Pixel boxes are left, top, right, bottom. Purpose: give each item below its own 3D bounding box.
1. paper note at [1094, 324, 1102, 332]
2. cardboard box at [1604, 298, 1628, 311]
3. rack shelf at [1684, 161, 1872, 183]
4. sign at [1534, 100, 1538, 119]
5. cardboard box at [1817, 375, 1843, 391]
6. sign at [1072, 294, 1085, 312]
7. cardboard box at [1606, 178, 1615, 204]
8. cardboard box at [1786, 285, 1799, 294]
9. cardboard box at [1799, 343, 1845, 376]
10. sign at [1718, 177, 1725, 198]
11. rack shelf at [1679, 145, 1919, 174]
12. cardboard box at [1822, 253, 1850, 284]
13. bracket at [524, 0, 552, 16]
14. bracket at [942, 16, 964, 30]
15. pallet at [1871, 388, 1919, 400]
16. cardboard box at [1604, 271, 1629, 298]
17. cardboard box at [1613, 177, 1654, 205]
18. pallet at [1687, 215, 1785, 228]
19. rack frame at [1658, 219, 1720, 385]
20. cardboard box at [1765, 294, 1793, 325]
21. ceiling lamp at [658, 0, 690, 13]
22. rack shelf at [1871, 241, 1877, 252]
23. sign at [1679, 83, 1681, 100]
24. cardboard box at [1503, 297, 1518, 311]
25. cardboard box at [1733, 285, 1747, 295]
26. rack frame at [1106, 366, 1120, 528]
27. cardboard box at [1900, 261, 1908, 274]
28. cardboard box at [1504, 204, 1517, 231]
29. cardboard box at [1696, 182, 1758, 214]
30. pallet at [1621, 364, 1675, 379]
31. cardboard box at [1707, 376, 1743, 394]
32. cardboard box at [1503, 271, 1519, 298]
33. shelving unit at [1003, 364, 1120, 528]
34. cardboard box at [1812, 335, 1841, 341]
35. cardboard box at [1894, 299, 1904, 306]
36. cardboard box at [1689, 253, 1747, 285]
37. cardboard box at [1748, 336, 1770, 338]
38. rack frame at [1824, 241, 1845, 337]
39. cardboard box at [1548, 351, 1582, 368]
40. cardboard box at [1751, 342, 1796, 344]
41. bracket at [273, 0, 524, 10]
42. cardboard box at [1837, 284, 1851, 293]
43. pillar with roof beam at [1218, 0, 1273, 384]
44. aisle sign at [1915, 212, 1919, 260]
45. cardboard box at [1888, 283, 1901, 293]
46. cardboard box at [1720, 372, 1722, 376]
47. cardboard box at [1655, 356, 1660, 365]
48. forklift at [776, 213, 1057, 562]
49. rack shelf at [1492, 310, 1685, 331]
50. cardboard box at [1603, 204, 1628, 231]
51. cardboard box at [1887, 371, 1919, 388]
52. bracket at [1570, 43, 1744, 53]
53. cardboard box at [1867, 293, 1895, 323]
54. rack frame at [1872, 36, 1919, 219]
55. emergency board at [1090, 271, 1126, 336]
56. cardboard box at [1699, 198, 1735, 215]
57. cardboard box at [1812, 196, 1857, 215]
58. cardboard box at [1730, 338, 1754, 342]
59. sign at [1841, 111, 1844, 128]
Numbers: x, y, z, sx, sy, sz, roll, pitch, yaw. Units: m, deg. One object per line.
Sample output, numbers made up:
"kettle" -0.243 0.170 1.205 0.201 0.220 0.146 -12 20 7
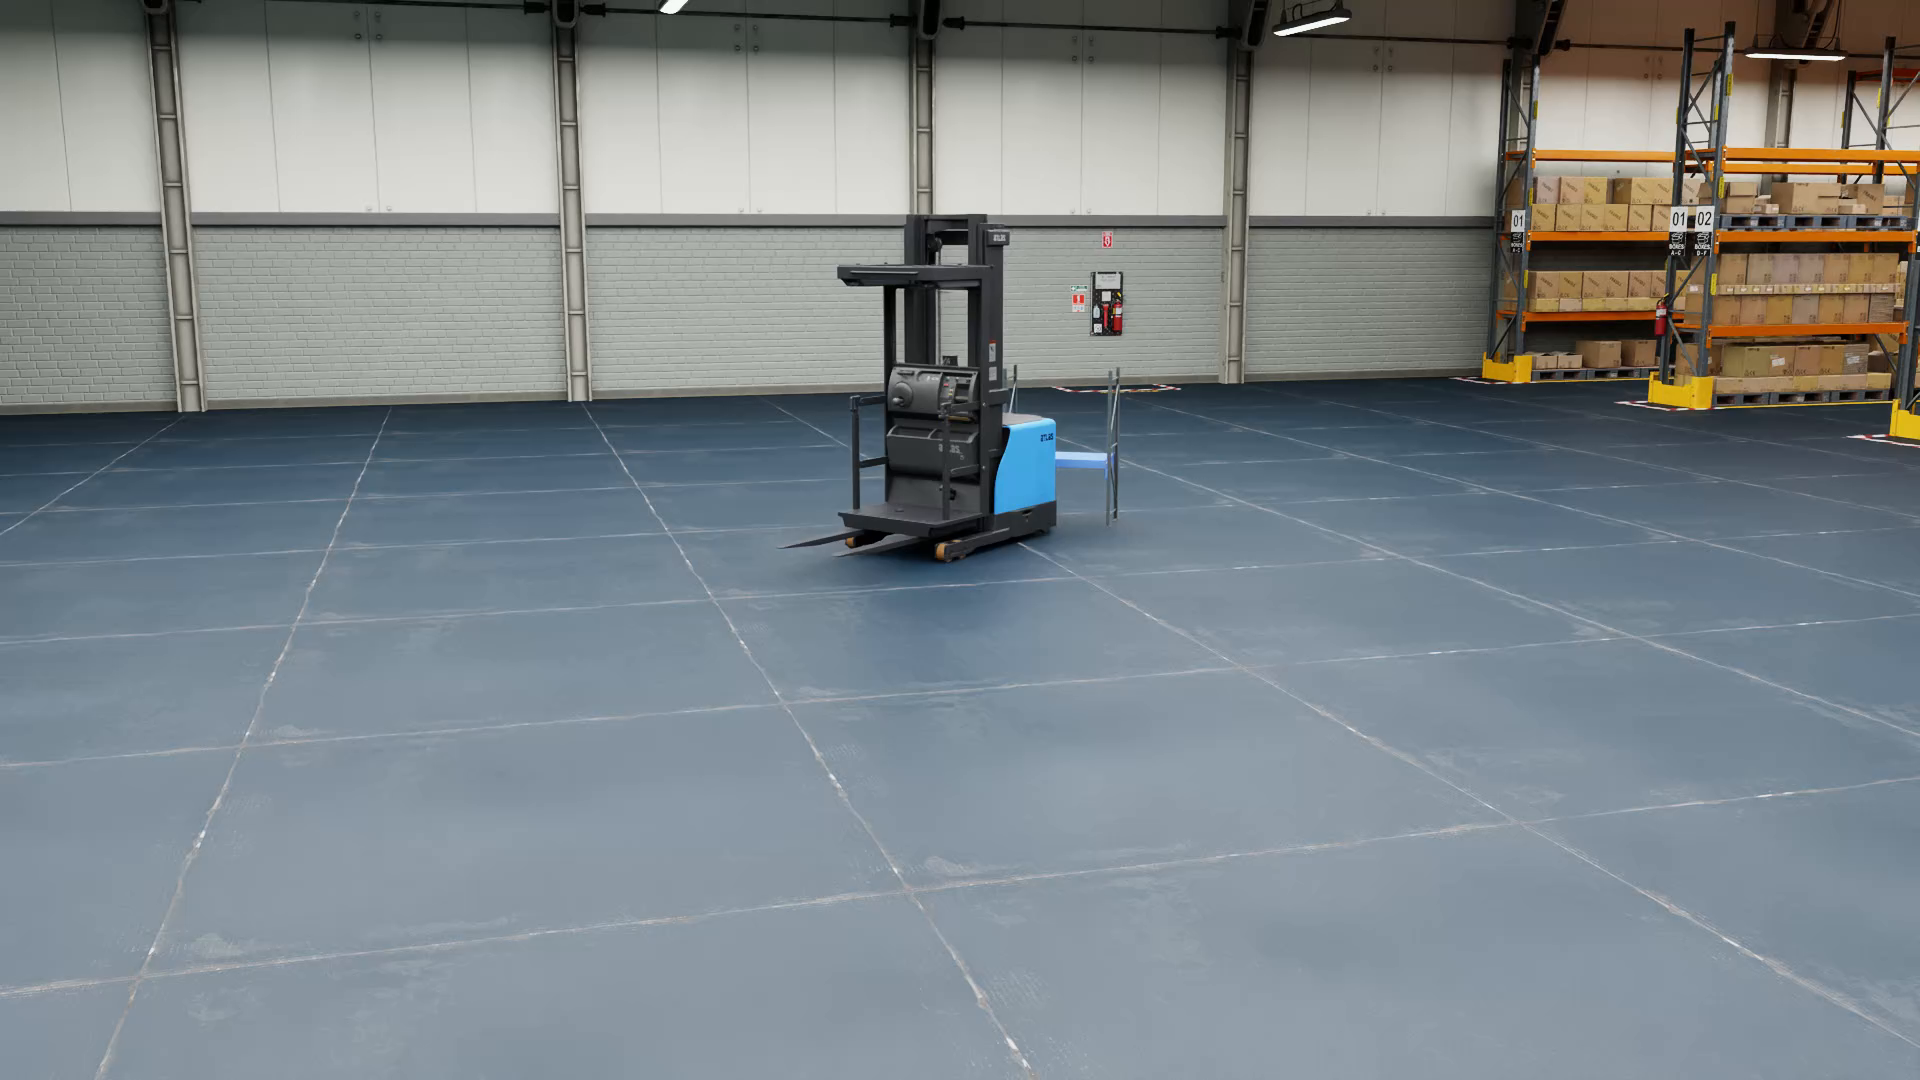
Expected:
"paper note" 2.535 -3.890 30.526 0.142 0.148 0.016 -3 11 -16
"cardboard box" 12.466 -4.540 31.987 0.500 0.250 0.500 -3 11 -15
"rack shelf" 16.199 -7.260 32.921 4.000 0.370 1.077 -3 11 -16
"sign" 10.589 -7.910 30.566 0.005 0.325 0.100 -3 11 -16
"cardboard box" 14.324 -2.639 27.734 0.500 0.250 0.500 -3 11 -16
"sign" 2.164 -4.327 30.372 0.234 0.329 0.001 -3 11 -16
"cardboard box" 12.264 -6.724 32.112 0.500 0.500 0.500 -3 11 -16
"cardboard box" 13.499 -4.111 27.230 0.250 0.149 0.380 -3 11 -17
"cardboard box" 14.320 -3.010 27.678 0.500 0.500 0.500 -3 11 -16
"sign" 11.975 -5.542 26.153 0.005 0.325 0.100 -3 11 -16
"rack shelf" 13.746 -6.196 27.145 4.000 0.370 1.077 -3 11 -16
"cardboard box" 14.276 -4.510 27.605 0.500 0.500 0.700 -3 11 -16
"bracket" -6.714 -8.469 26.456 0.430 0.232 0.235 -3 11 -16
"bracket" -0.156 -8.815 28.334 0.430 0.232 0.235 -3 11 -16
"pallet" 16.363 -2.570 28.628 1.213 0.211 1.003 -3 11 -16
"cardboard box" 12.448 -4.909 31.921 0.500 0.500 0.500 -3 11 -14
"cardboard box" 12.851 -6.654 31.732 0.500 0.500 0.500 -3 11 -18
"pallet" 12.512 -5.158 26.943 1.213 0.211 1.003 -3 11 -16
"rack frame" 11.826 -3.695 27.037 0.127 3.000 1.000 -3 11 -16
"cardboard box" 13.259 -3.817 27.424 0.500 0.500 0.700 -3 11 -16
"ceiling lamp" -4.093 -8.839 22.287 0.800 3.185 2.000 -3 11 -16
"rack shelf" 17.587 -5.120 28.480 4.000 0.370 1.077 -3 11 -16
"sign" 11.688 -7.239 26.918 0.005 0.325 0.100 -3 11 -16
"cardboard box" 10.832 -4.550 32.037 0.500 0.250 0.500 -3 11 -15
"cardboard box" 12.516 -4.060 26.949 0.250 0.149 0.380 -3 11 -17
"rack frame" 1.470 -0.896 15.975 0.032 1.500 0.500 3 11 14
"cardboard box" 19.143 -5.541 33.837 0.500 0.250 0.500 -3 11 -17
"cardboard box" 10.768 -6.155 31.785 0.500 0.500 0.500 -2 11 -12
"cardboard box" 12.379 -5.525 26.859 0.637 0.503 0.797 -2 11 -12
"pallet" 13.643 -3.347 32.848 1.213 0.211 1.003 -3 11 -16
"cardboard box" 12.403 -2.538 27.185 0.500 0.250 0.500 -3 11 -16
"cardboard box" 10.831 -4.922 31.988 0.500 0.500 0.500 -3 11 -17
"shelving unit" 0.978 -0.919 16.100 1.048 1.500 0.538 3 11 14
"cardboard box" 17.442 -3.902 33.852 0.500 0.500 0.700 -3 11 -15
"cardboard box" 19.023 -4.834 33.860 0.250 0.149 0.380 -3 11 -14
"cardboard box" 12.329 -4.406 27.041 0.500 0.500 0.700 -3 11 -16
"cardboard box" 15.901 -4.204 33.421 0.500 0.250 0.500 -3 11 -18
"rack frame" 18.119 -4.961 33.913 0.127 3.000 1.000 -3 11 -16
"cardboard box" 11.675 -3.498 32.179 0.500 0.311 0.500 -2 11 -11
"cardboard box" 13.694 -3.075 28.033 0.500 0.500 0.500 -3 11 -16
"bracket" -9.204 -8.338 25.744 4.783 0.066 0.076 -3 11 -16
"cardboard box" 14.488 -4.164 27.514 0.250 0.149 0.380 -3 11 -16
"pillar with roof beam" 6.310 -6.640 26.465 0.548 9.000 9.100 -3 11 -16
"aisle sign" 13.055 -4.160 22.384 0.004 0.787 0.394 -3 11 -16
"cardboard box" 15.465 -4.215 27.792 0.250 0.149 0.380 -3 11 -16
"cardboard box" 12.735 -2.655 27.823 0.500 0.250 0.500 -3 11 -16
"cardboard box" 13.773 -3.549 32.854 0.250 0.166 0.380 -5 11 -23
"forklift" -0.365 -1.350 14.488 1.130 2.935 3.031 7 13 35
"rack shelf" 12.358 -4.303 32.328 4.000 0.370 1.077 -3 11 -16
"cardboard box" 12.360 -6.143 31.715 0.500 0.500 0.500 -2 11 -12
"cardboard box" 16.123 -2.729 28.224 0.500 0.250 0.500 -3 11 -17
"bracket" 13.840 -9.552 32.341 4.783 0.066 0.076 -3 11 -16
"cardboard box" 15.242 -3.923 27.999 0.500 0.500 0.700 -3 11 -17
"rack frame" 15.666 -6.848 27.593 0.127 3.000 1.000 -3 11 -16
"emergency board" 2.724 -4.320 30.430 0.643 1.169 0.194 -3 11 -16
"cardboard box" 14.826 -6.503 32.569 0.500 0.500 0.500 -1 11 -8
"cardboard box" 14.591 -5.597 27.784 0.500 0.311 0.500 -4 11 -19
"cardboard box" 15.462 -3.821 33.407 0.500 0.500 0.700 -3 11 -17
"sign" 17.960 -8.545 33.794 0.005 0.325 0.100 -3 11 -16
